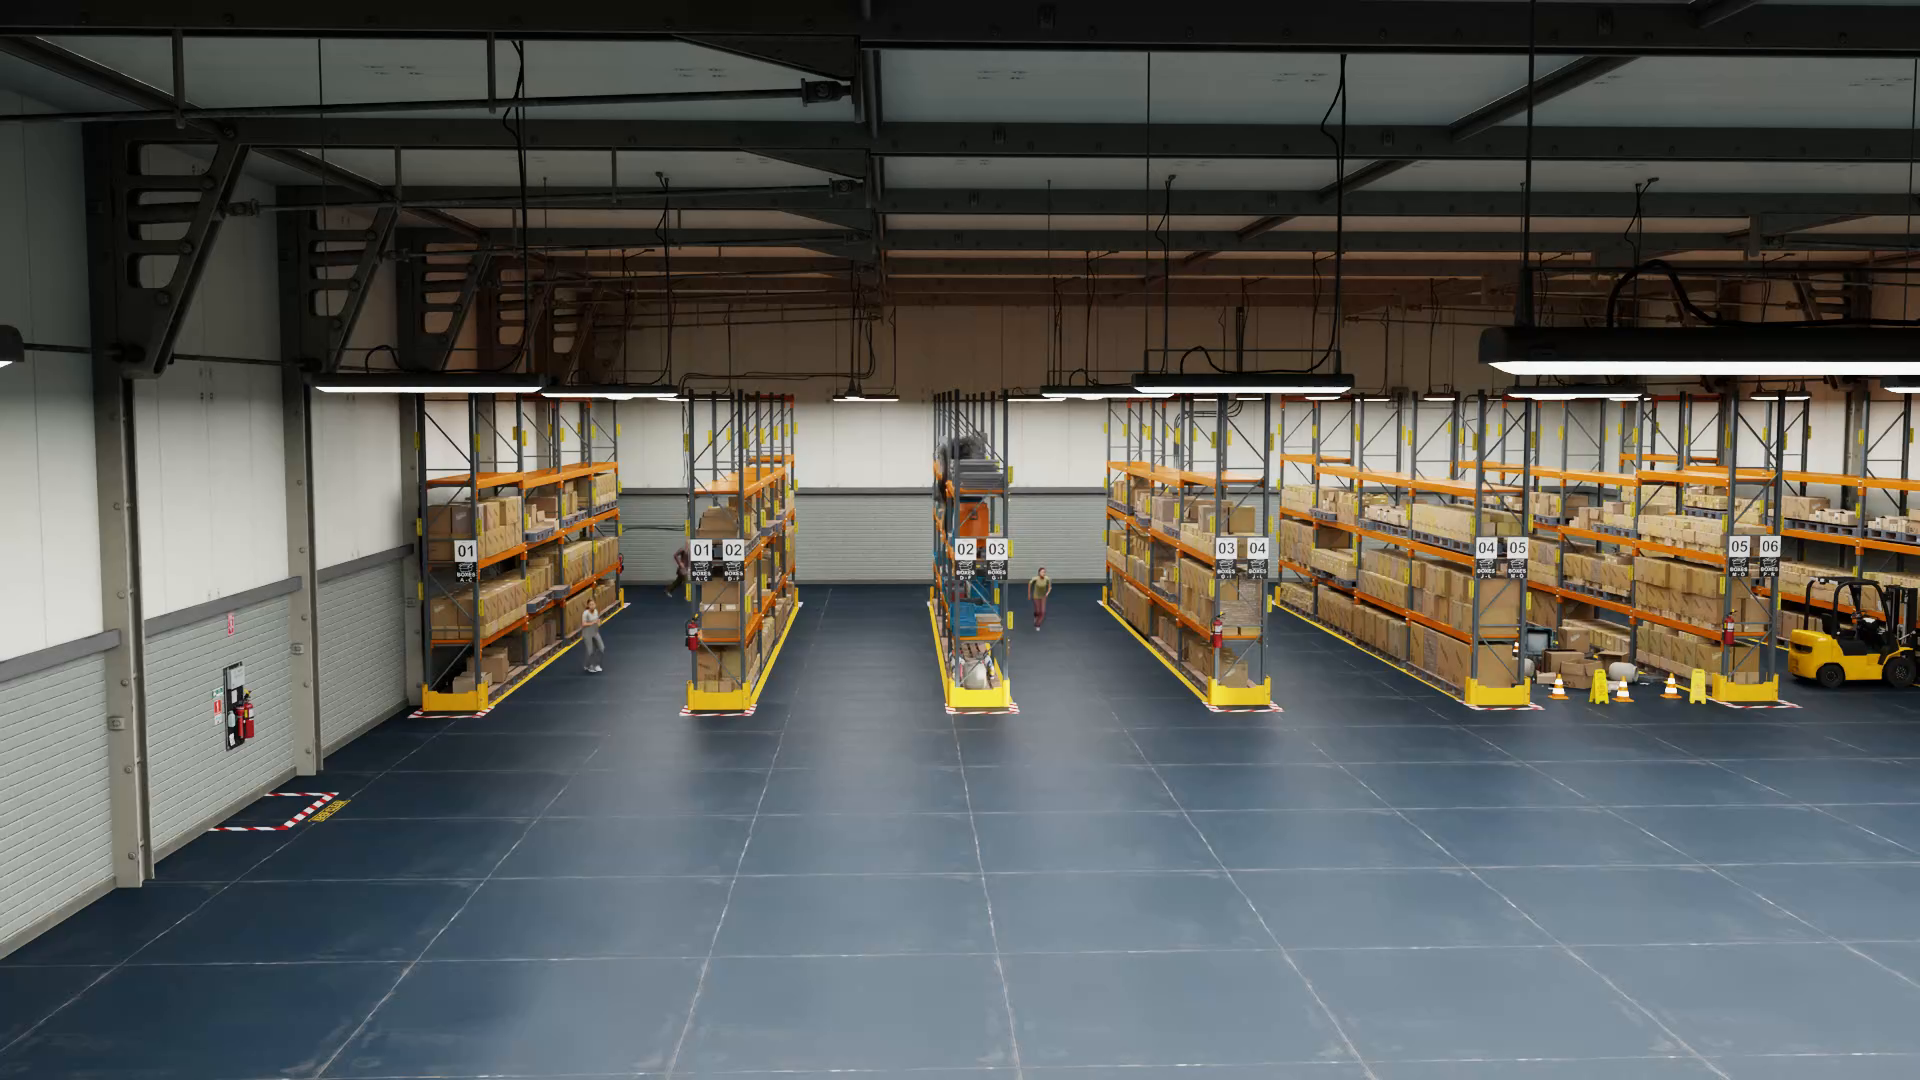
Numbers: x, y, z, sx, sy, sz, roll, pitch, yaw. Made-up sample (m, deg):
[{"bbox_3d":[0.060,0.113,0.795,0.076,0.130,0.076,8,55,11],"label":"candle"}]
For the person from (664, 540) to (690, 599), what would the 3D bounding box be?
[{"bbox_3d":[-8.188,0.858,48.939,1.035,1.737,0.735,2,5,19],"label":"person"}]

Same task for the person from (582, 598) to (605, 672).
[{"bbox_3d":[-7.854,2.039,35.318,0.533,1.625,0.833,-4,6,-43],"label":"person"}]

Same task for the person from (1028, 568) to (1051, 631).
[{"bbox_3d":[2.022,1.482,42.286,0.573,1.604,0.626,-1,5,-17],"label":"person"}]
